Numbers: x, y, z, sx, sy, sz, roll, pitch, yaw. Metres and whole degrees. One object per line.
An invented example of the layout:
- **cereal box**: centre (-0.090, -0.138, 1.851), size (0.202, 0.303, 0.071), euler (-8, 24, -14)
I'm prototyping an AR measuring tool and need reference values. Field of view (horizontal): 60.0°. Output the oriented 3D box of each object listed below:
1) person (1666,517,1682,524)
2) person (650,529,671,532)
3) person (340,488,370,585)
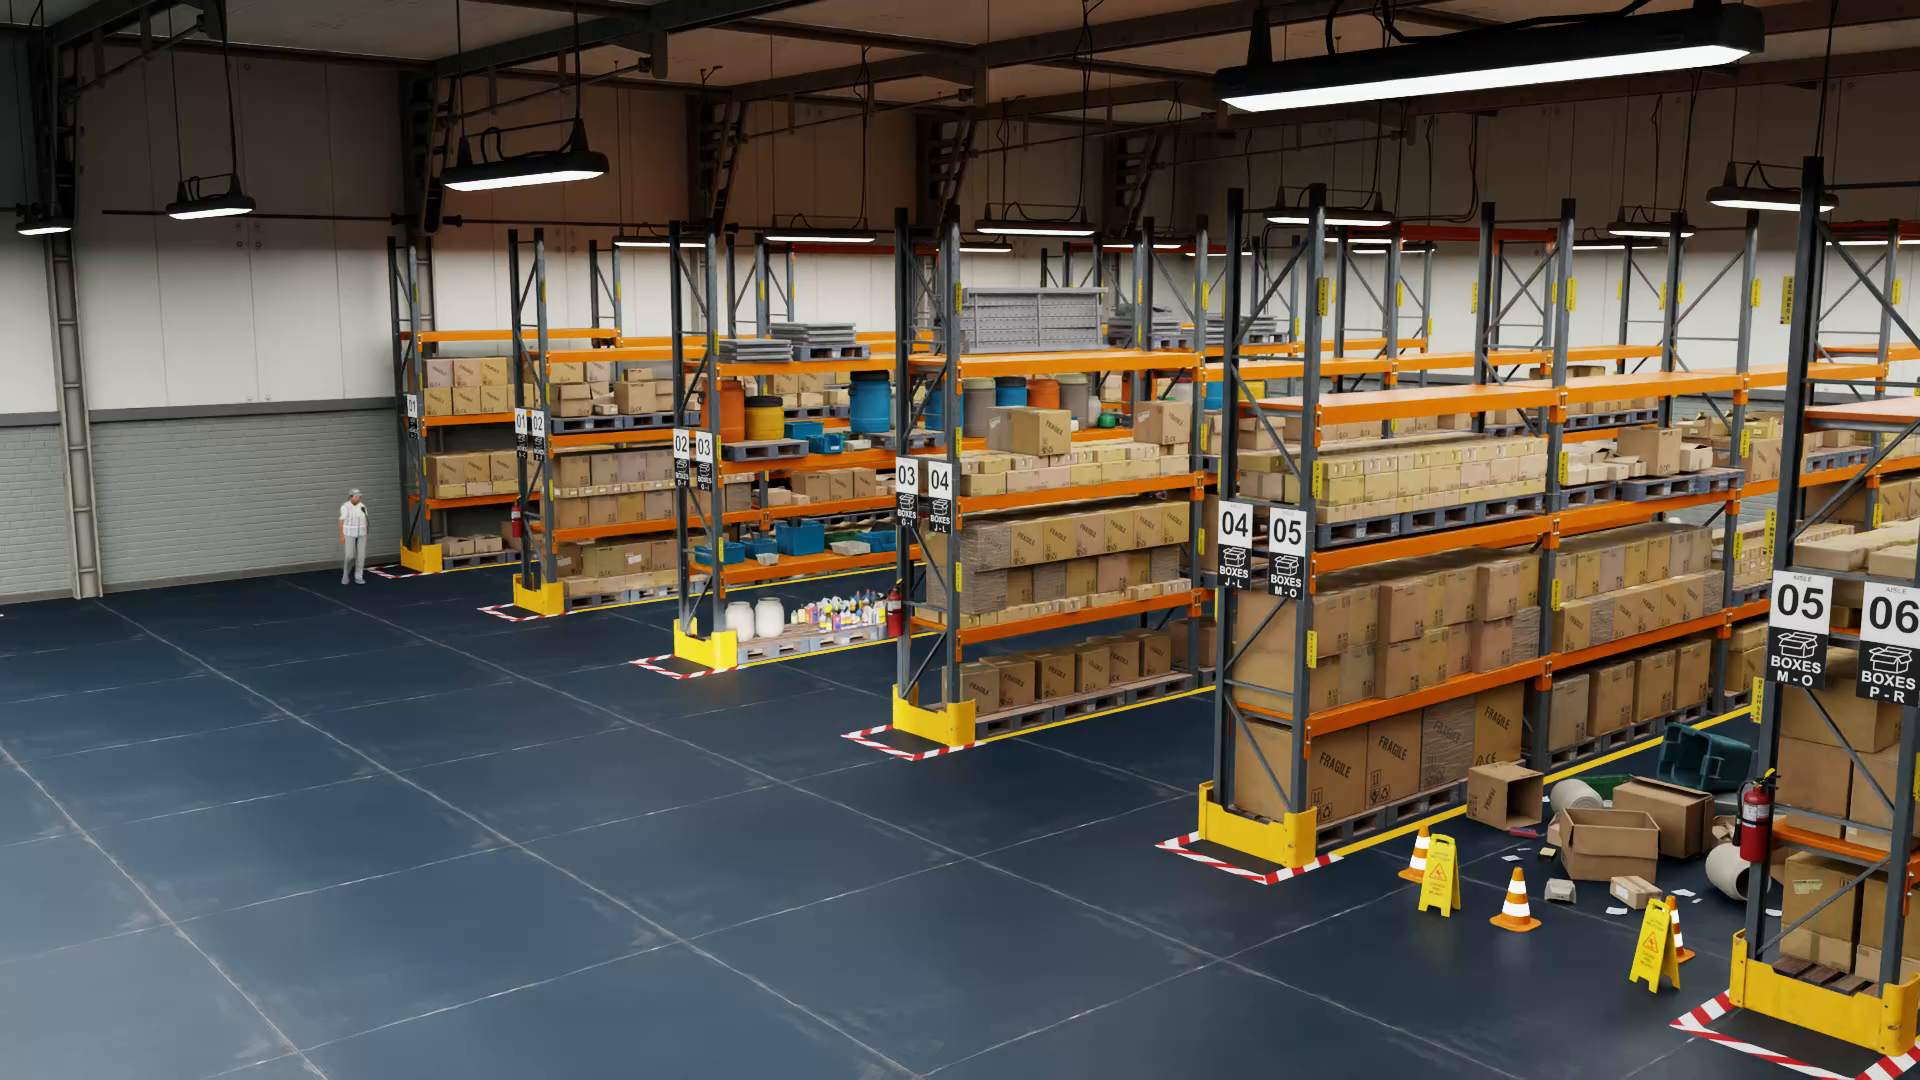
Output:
- **person**: centre (10.599, 0.508, 24.785), size (1.085, 1.708, 0.591), euler (-7, 11, -37)
- **person**: centre (-5.555, -0.391, 30.968), size (0.568, 1.647, 0.740), euler (4, 10, 23)
- **person**: centre (-10.431, -0.060, 28.650), size (0.430, 1.669, 0.509), euler (8, 12, 44)
